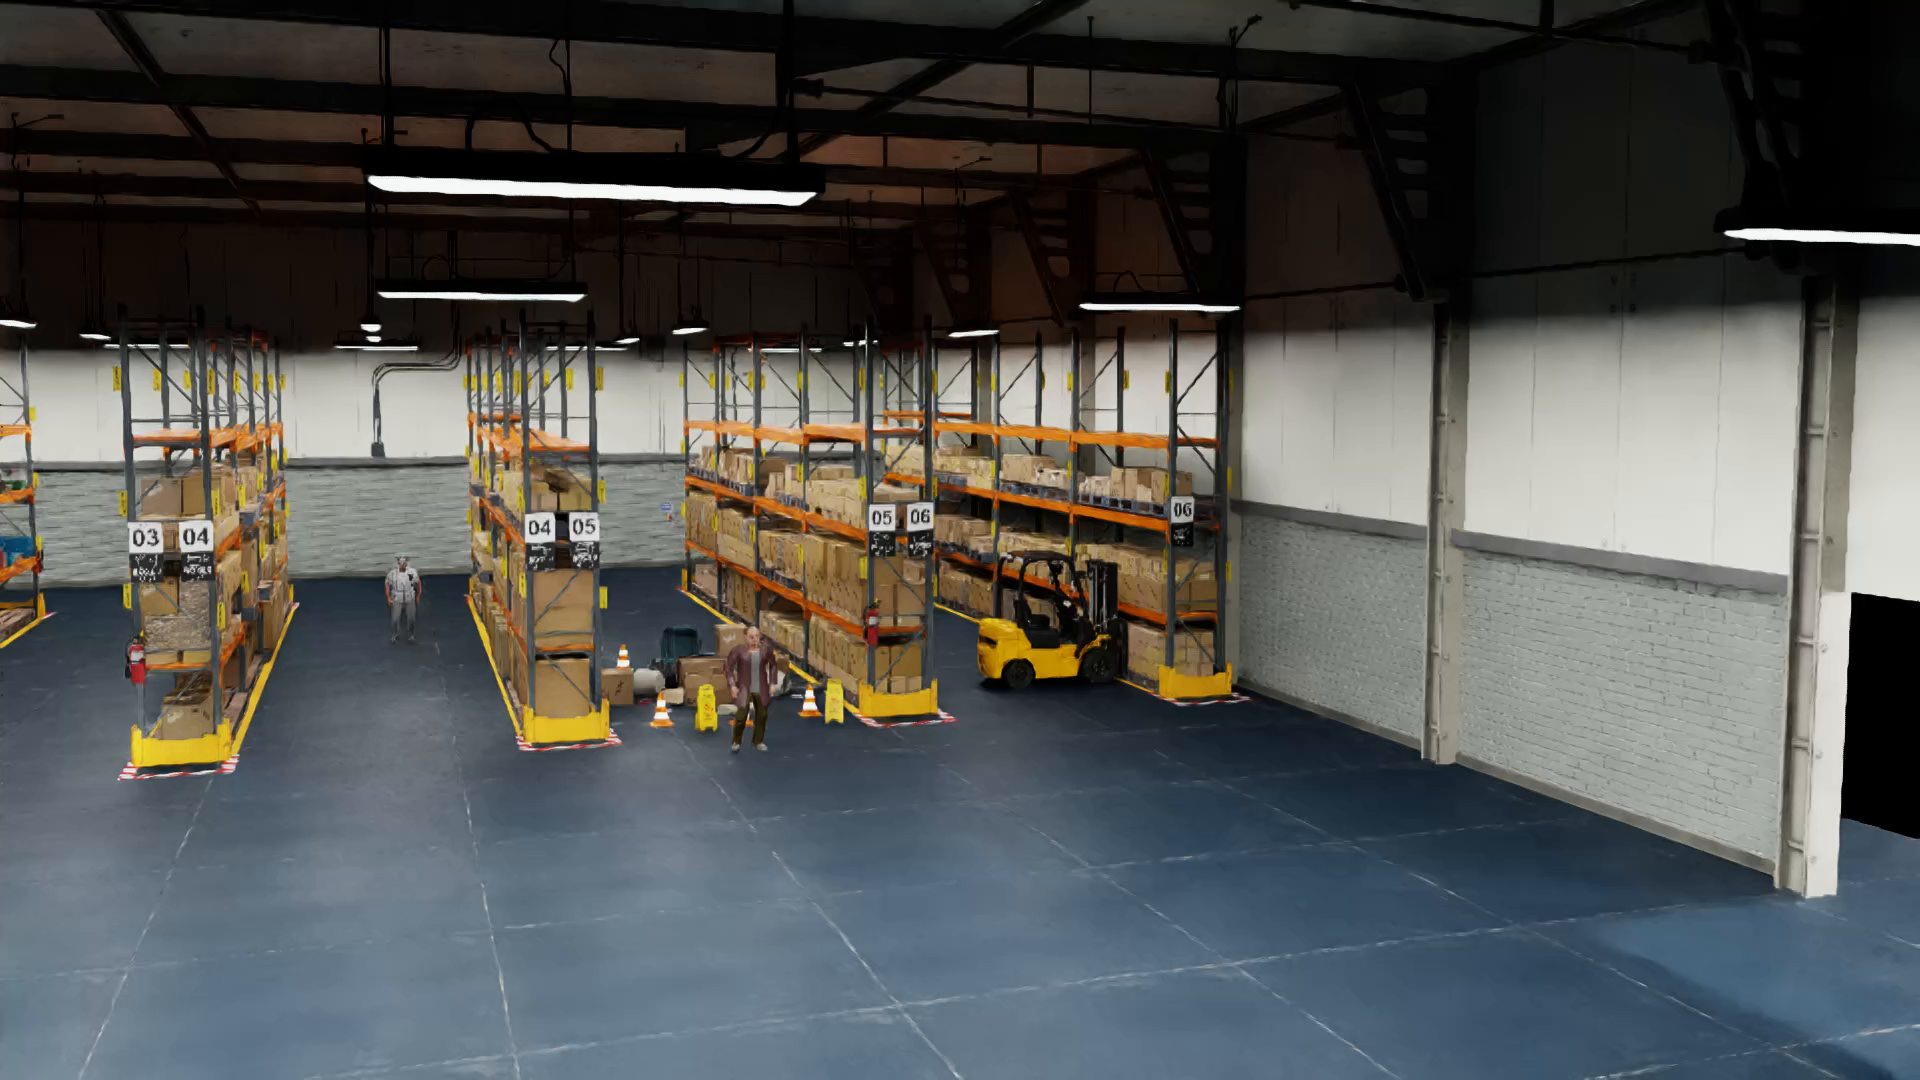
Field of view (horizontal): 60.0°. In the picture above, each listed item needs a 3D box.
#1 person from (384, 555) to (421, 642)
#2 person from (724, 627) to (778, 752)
[{"bbox_3d":[-10.708,1.122,31.975,0.683,1.714,0.532,-2,6,-20],"label":"person"},{"bbox_3d":[-2.830,2.012,22.511,0.729,1.733,0.546,-2,6,-19],"label":"person"}]
